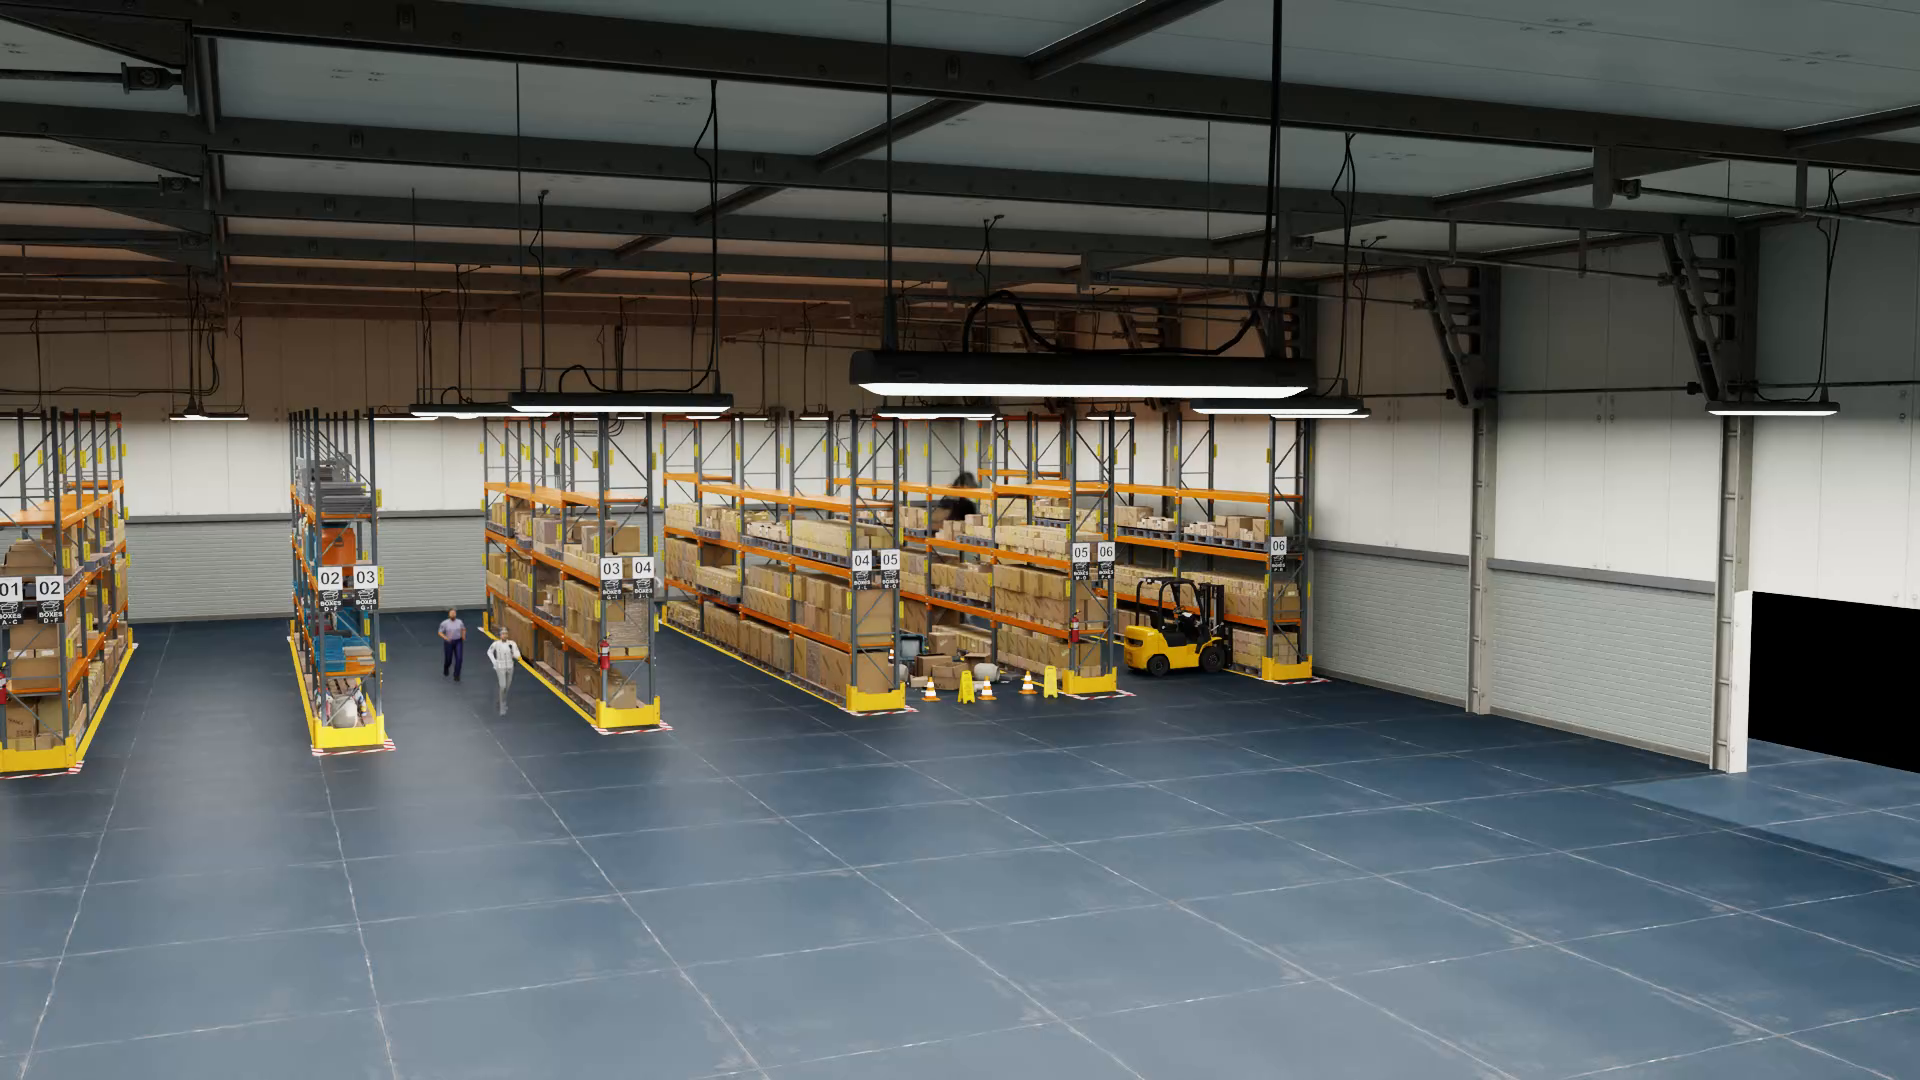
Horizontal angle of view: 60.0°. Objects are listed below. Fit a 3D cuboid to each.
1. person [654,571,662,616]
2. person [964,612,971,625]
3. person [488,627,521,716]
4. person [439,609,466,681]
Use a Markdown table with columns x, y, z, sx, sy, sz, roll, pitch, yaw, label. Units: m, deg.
| x | y | z | sx | sy | sz | roll | pitch | yaw | label |
| --- | --- | --- | --- | --- | --- | --- | --- | --- | --- |
| -9.069 | 1.548 | 48.868 | 0.598 | 1.513 | 0.656 | -2 | 5 | -31 | person |
| 0.117 | 1.583 | 46.404 | 0.648 | 1.820 | 0.871 | -2 | 5 | -28 | person |
| -8.999 | 2.582 | 32.931 | 0.591 | 1.751 | 0.732 | -2 | 5 | -29 | person |
| -11.303 | 2.327 | 37.091 | 0.610 | 1.596 | 0.632 | -2 | 5 | -29 | person |
